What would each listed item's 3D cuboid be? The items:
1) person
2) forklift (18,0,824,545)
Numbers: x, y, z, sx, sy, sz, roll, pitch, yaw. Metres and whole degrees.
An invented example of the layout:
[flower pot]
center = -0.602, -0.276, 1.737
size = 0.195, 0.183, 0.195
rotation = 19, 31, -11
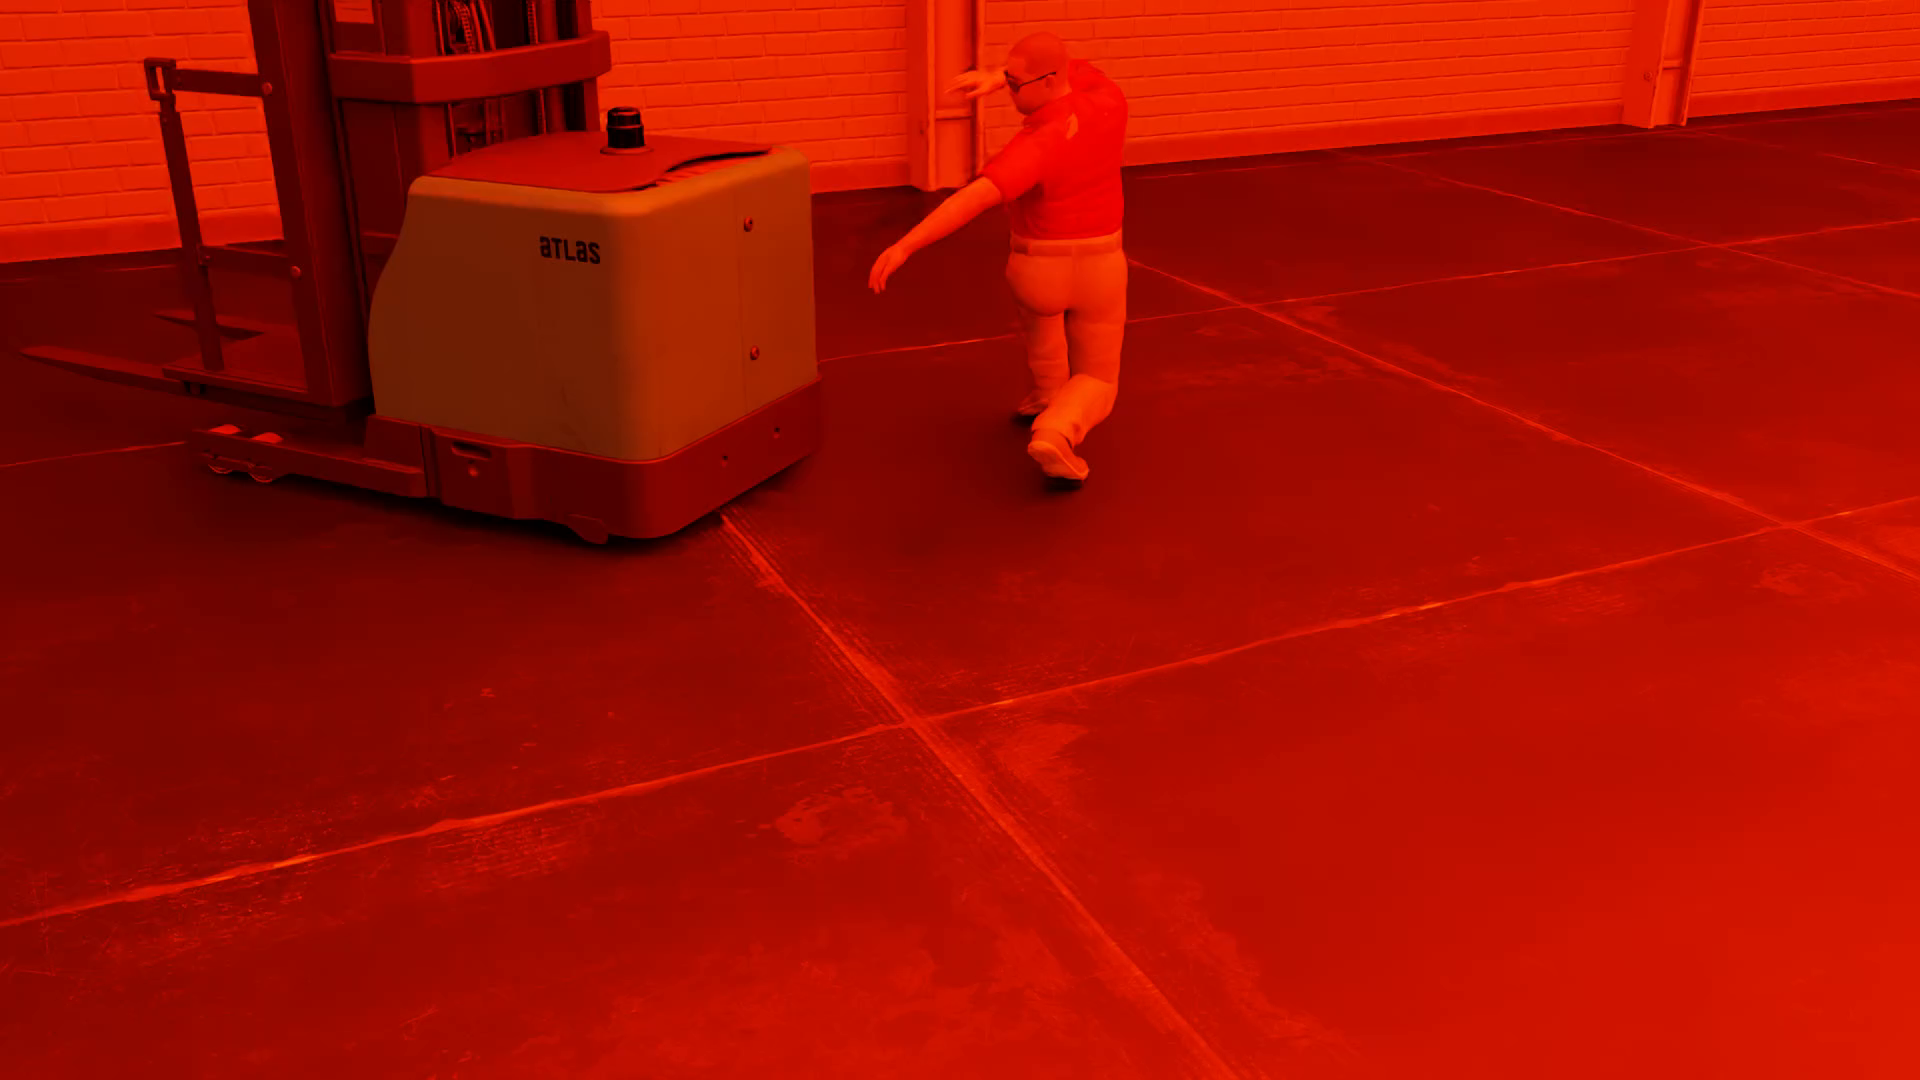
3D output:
[person]
center = 0.119, -0.953, 5.558
size = 0.898, 1.457, 0.985
rotation = -3, 23, -6
[forklift]
center = -2.022, -1.713, 5.409
size = 3.031, 2.935, 1.130
rotation = 11, 25, 24
